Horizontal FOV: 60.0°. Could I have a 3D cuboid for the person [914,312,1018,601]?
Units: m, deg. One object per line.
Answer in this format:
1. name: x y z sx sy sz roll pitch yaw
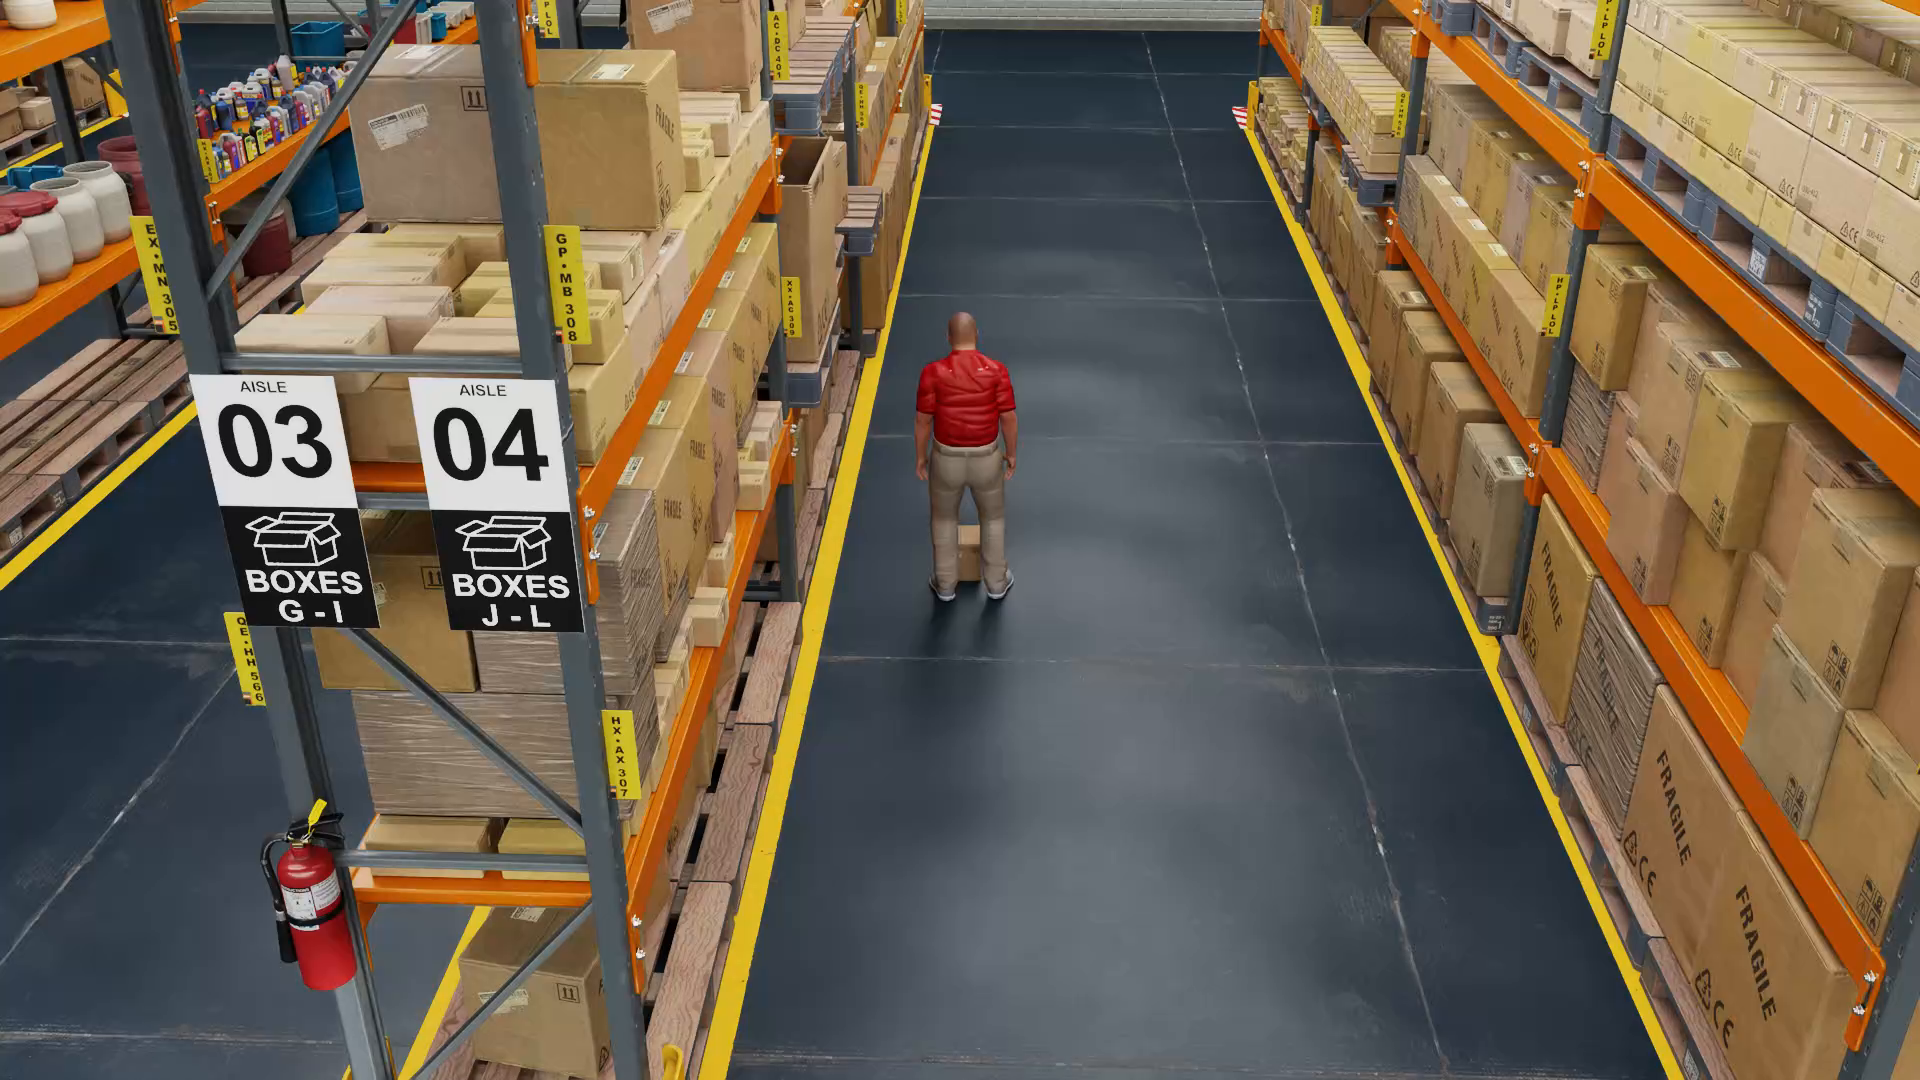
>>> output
1. person: 0.034 -0.462 9.511 0.585 1.727 0.394 -1 28 -1
